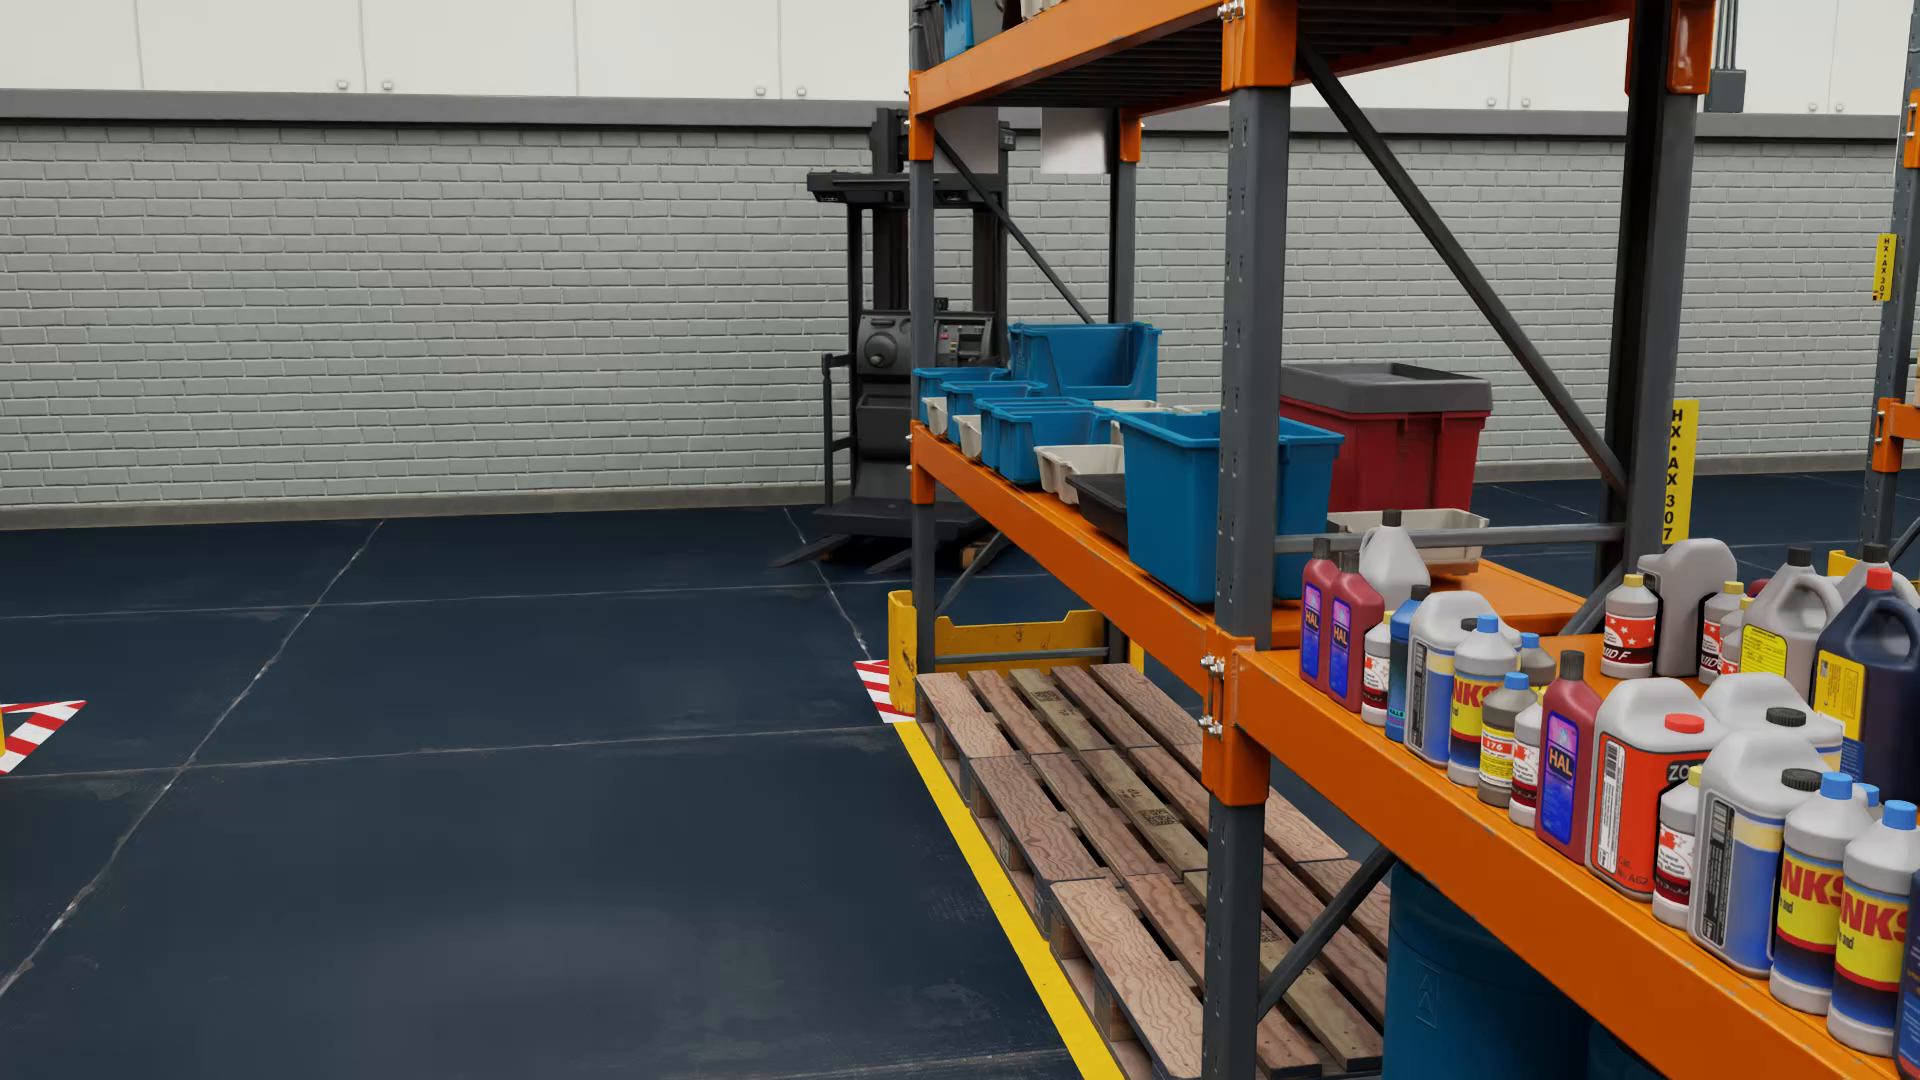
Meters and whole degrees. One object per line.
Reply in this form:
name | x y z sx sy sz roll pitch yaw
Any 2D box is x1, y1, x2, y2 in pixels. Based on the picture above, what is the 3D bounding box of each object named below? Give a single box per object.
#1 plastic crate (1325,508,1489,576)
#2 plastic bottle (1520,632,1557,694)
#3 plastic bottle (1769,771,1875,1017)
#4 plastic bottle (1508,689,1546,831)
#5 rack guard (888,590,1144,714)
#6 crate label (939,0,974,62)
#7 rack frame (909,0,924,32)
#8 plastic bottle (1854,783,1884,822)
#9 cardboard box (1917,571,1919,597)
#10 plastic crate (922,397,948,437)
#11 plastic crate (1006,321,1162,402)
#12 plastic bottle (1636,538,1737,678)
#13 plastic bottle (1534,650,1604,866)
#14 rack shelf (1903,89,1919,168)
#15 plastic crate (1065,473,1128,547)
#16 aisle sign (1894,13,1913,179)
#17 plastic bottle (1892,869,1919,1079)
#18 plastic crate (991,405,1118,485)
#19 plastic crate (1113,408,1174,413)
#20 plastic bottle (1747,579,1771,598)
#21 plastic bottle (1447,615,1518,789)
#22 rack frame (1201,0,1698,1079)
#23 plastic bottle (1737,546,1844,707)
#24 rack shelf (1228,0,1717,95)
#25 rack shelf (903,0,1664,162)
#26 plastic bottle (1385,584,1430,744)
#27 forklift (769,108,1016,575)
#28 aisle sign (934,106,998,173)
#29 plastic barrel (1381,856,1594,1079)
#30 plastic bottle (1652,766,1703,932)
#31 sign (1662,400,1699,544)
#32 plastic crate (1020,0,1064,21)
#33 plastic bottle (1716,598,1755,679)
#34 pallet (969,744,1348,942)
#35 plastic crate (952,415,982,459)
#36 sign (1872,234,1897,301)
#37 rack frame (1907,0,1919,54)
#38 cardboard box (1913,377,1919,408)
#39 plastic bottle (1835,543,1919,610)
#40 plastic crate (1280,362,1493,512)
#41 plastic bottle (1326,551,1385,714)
plastic crate | 1.108 0.014 4.147 0.396 0.136 0.243 -2 11 -11
plastic bottle | 0.965 0.260 2.841 0.097 0.201 0.097 0 11 0
plastic bottle | 0.996 0.401 1.912 0.097 0.271 0.097 0 11 0
plastic bottle | 0.880 0.326 2.494 0.097 0.201 0.097 0 11 0
rack guard | 0.263 0.495 7.761 1.175 0.500 0.348 -2 11 -11
crate label | 0.143 -1.949 6.289 0.408 0.251 0.502 -2 11 -11
rack frame | 0.281 -3.676 6.945 1.000 3.000 0.127 -2 11 -11
plastic bottle | 1.119 0.405 2.078 0.097 0.201 0.097 0 11 0
cardboard box | 5.342 0.042 8.010 0.875 0.875 0.875 -2 11 -11
plastic crate | -0.013 -0.510 6.900 0.250 0.136 0.298 -2 11 -11
plastic crate | 0.529 -0.722 7.210 0.616 0.435 0.499 -2 11 -11
plastic bottle | 1.452 0.126 3.345 0.152 0.276 0.135 -2 11 -11
plastic bottle | 0.884 0.307 2.372 0.061 0.283 0.133 -2 11 -11
rack shelf | 5.528 -1.663 6.312 1.077 0.370 4.000 -2 11 -11
plastic crate | 0.578 -0.086 4.699 0.437 0.125 0.590 -2 11 -11
aisle sign | 4.831 -2.189 8.221 0.394 0.787 0.004 -2 11 -11
plastic bottle | 1.065 0.405 1.680 0.144 0.351 0.185 -2 11 -11
plastic crate | 0.320 -0.323 5.657 0.416 0.233 0.300 -2 11 -11
plastic crate | 0.659 -0.433 6.492 0.396 0.136 0.243 -2 11 -11
plastic bottle | 1.542 0.163 3.130 0.061 0.283 0.133 -2 11 -11
plastic bottle | 0.842 0.256 2.675 0.097 0.271 0.097 0 11 0
rack frame | 1.062 0.004 3.652 0.949 2.616 0.053 -2 11 -11
plastic bottle | 1.417 0.190 2.806 0.144 0.351 0.185 -2 11 -11
rack shelf | 1.448 -0.749 1.511 1.077 0.370 4.000 -2 11 -11
rack shelf | 0.670 -1.483 5.366 1.077 0.370 4.000 -2 11 -11
plastic bottle | 0.797 0.213 2.899 0.097 0.271 0.097 0 11 0
forklift | -0.303 -1.315 10.768 1.130 2.935 3.031 4 11 19
aisle sign | -0.025 -2.009 7.276 0.394 0.787 0.004 -2 11 -11
plastic barrel | 1.148 0.929 3.281 0.600 0.901 0.708 -2 11 -11
plastic bottle | 0.951 0.393 2.142 0.097 0.201 0.097 0 11 0
sign | 1.599 -0.151 3.729 0.100 0.325 0.005 -2 11 -11
plastic crate | 0.409 -1.727 5.042 0.437 0.282 0.530 -2 11 -11
plastic bottle | 1.468 0.209 3.106 0.097 0.201 0.097 0 11 0
pallet | 0.637 1.016 5.792 1.003 0.211 1.213 -2 11 -11
plastic crate | 0.119 -0.386 6.246 0.250 0.136 0.298 -2 11 -11
sign | 4.594 -1.355 8.264 0.100 0.325 0.005 -2 11 -11
rack frame | 5.139 -3.857 7.892 1.000 3.000 0.127 -2 11 -11
cardboard box | 4.884 -0.709 8.071 0.380 0.149 0.250 -2 11 -10
plastic bottle | 1.558 0.185 2.833 0.144 0.351 0.185 -2 11 -11
plastic crate | 1.131 -0.230 4.548 0.402 0.464 0.583 -2 11 -11
plastic bottle | 0.738 0.169 3.099 0.061 0.283 0.133 -2 11 -11
